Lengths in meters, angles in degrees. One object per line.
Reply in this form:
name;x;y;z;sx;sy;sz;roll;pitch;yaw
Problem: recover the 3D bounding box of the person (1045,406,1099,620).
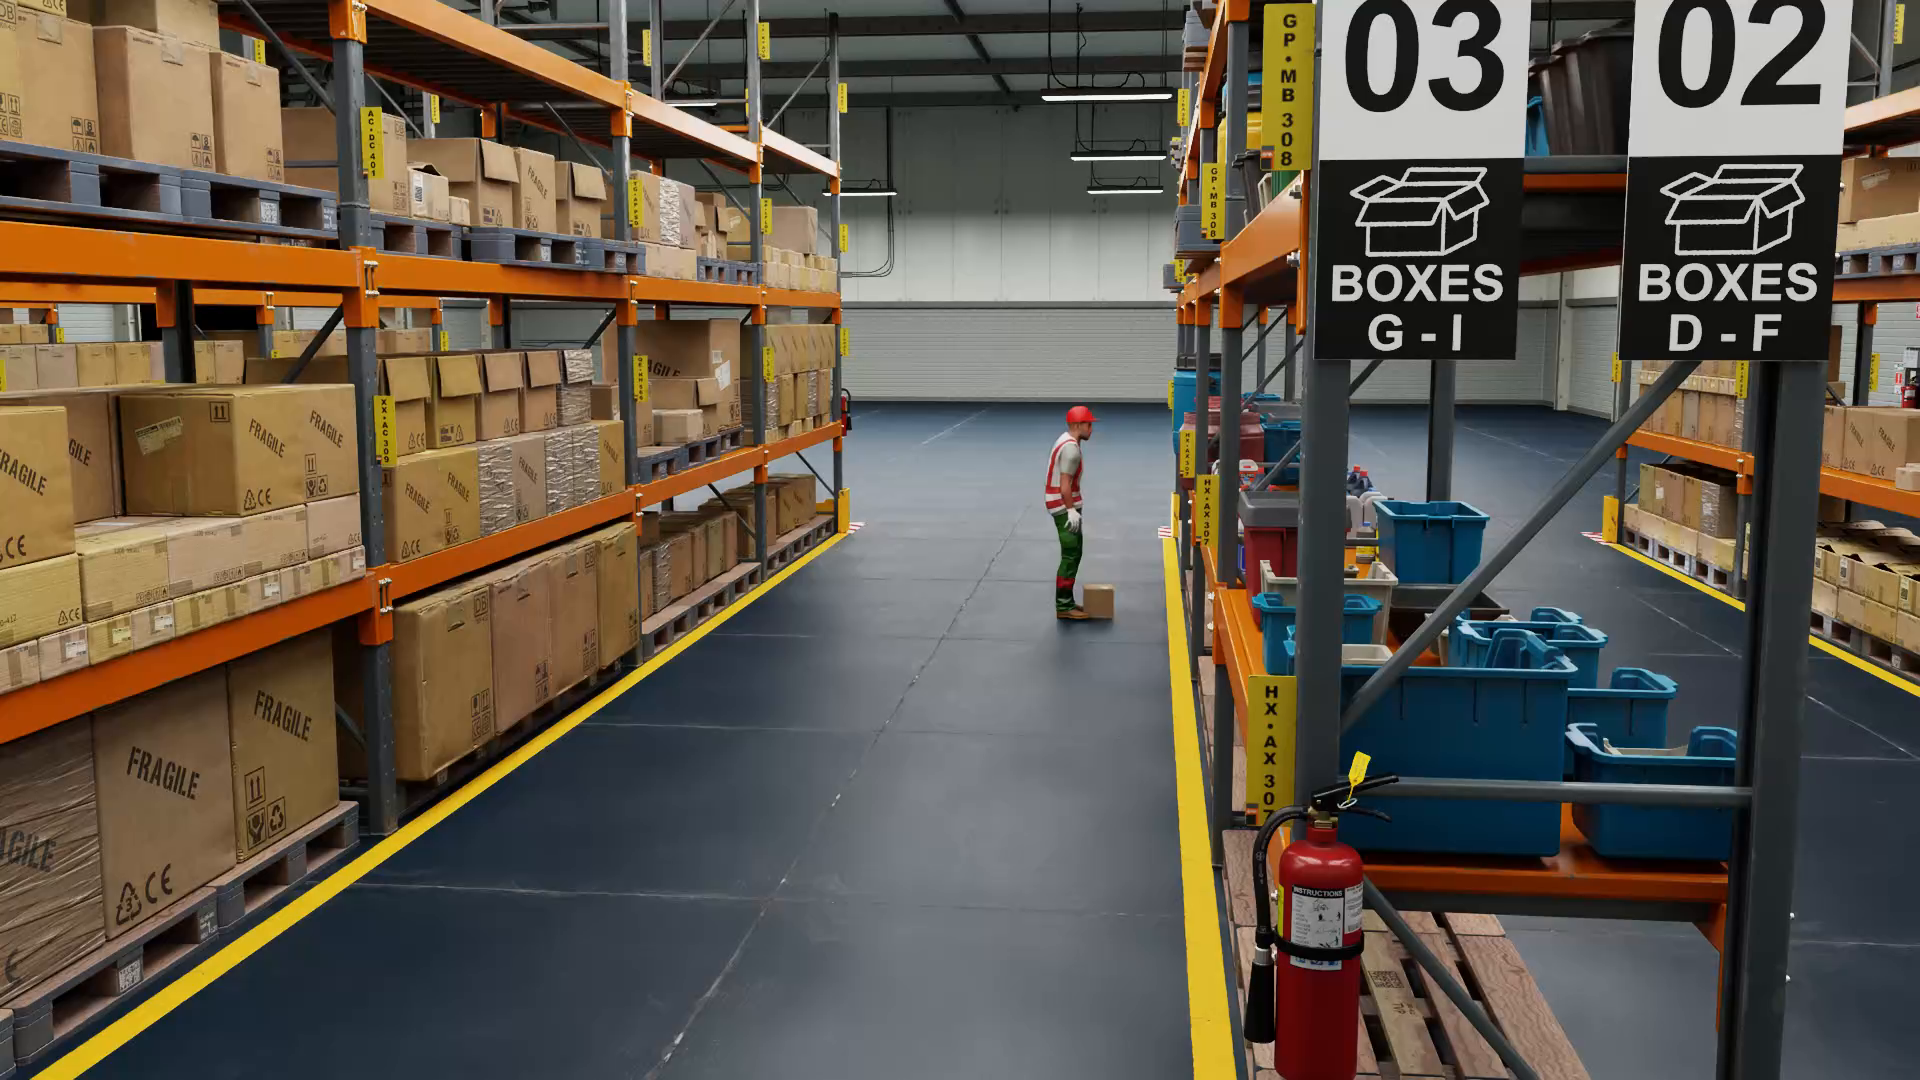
person;0.944;-0.240;14.060;0.453;1.777;0.609;0;8;3
